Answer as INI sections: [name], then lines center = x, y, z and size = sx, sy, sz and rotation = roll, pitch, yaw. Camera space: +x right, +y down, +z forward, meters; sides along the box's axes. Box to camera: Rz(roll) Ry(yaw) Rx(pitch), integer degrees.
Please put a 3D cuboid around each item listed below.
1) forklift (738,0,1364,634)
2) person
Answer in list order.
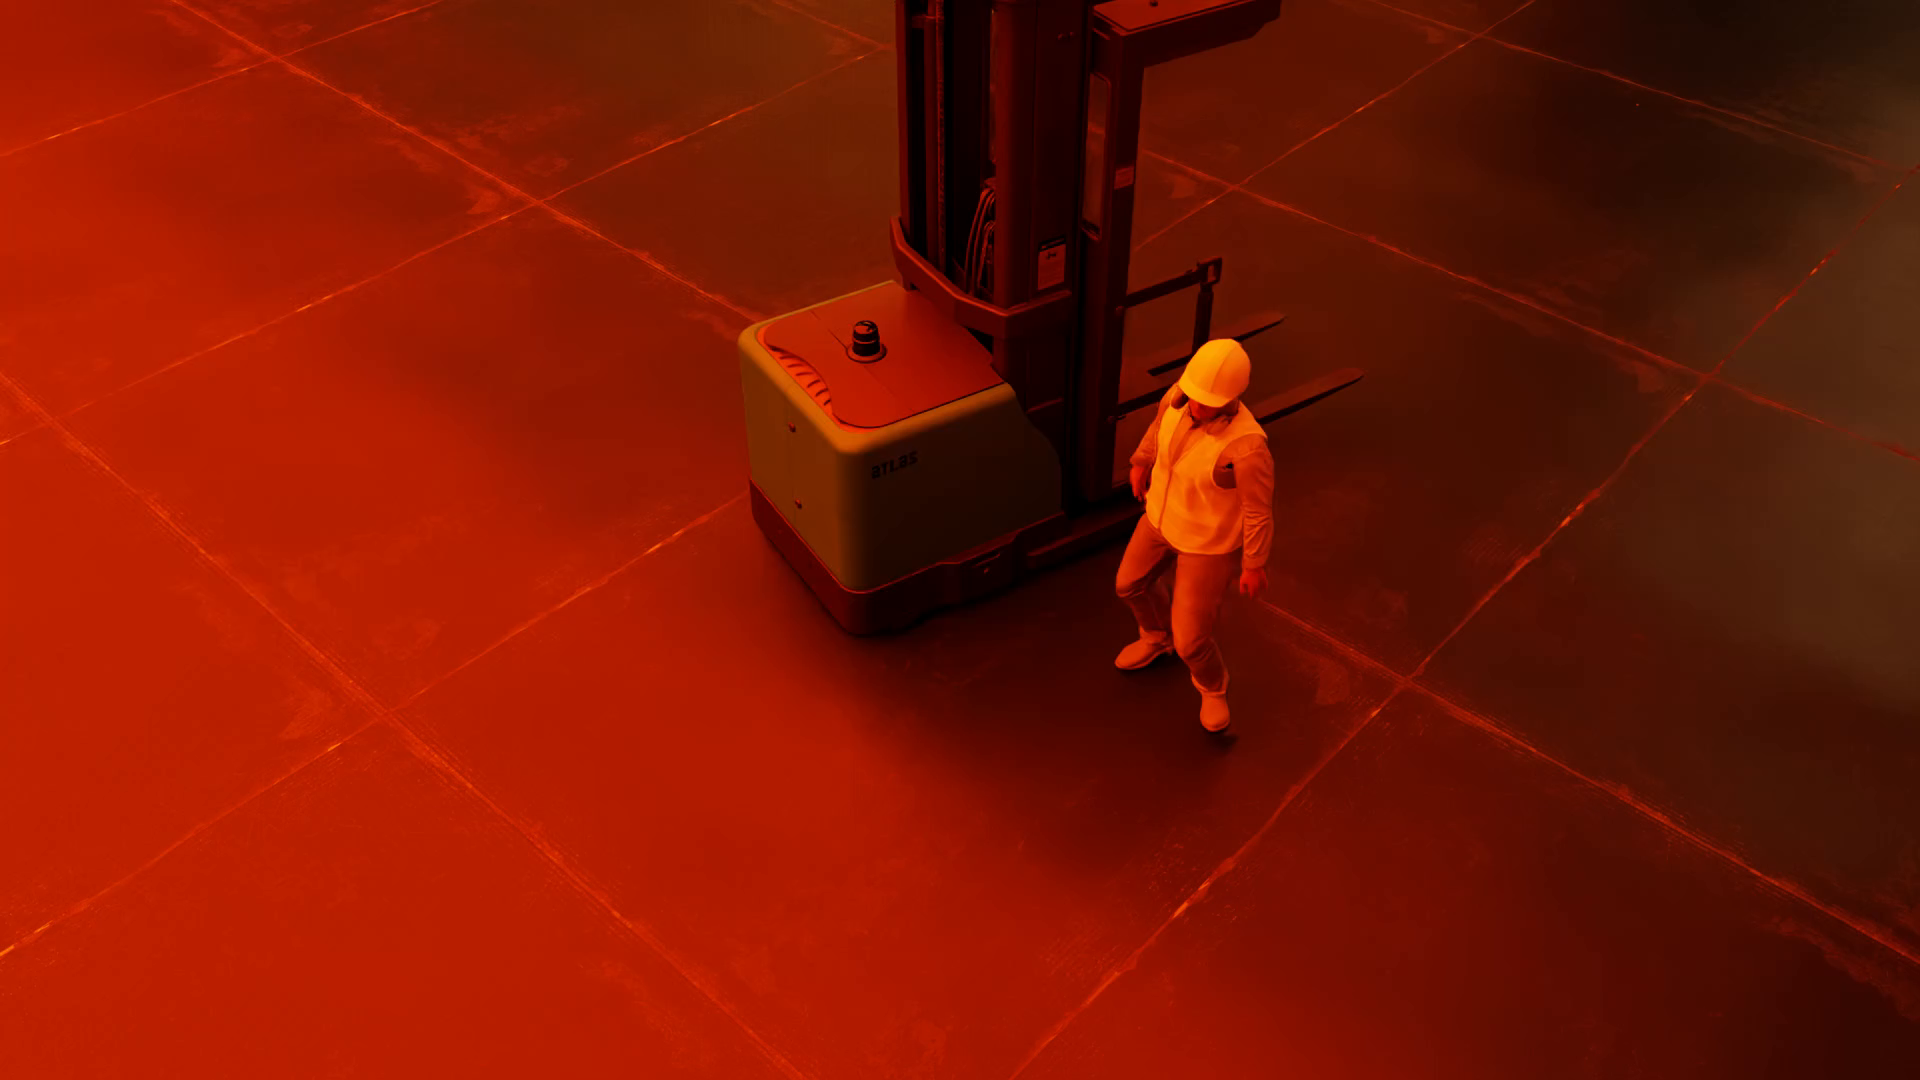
[forklift]
center = 0.560, -1.438, 7.104
size = 3.031, 2.935, 1.130
rotation = -22, 45, -24
[person]
center = 0.880, -0.083, 6.408
size = 0.393, 1.732, 0.764
rotation = -20, 44, -21
